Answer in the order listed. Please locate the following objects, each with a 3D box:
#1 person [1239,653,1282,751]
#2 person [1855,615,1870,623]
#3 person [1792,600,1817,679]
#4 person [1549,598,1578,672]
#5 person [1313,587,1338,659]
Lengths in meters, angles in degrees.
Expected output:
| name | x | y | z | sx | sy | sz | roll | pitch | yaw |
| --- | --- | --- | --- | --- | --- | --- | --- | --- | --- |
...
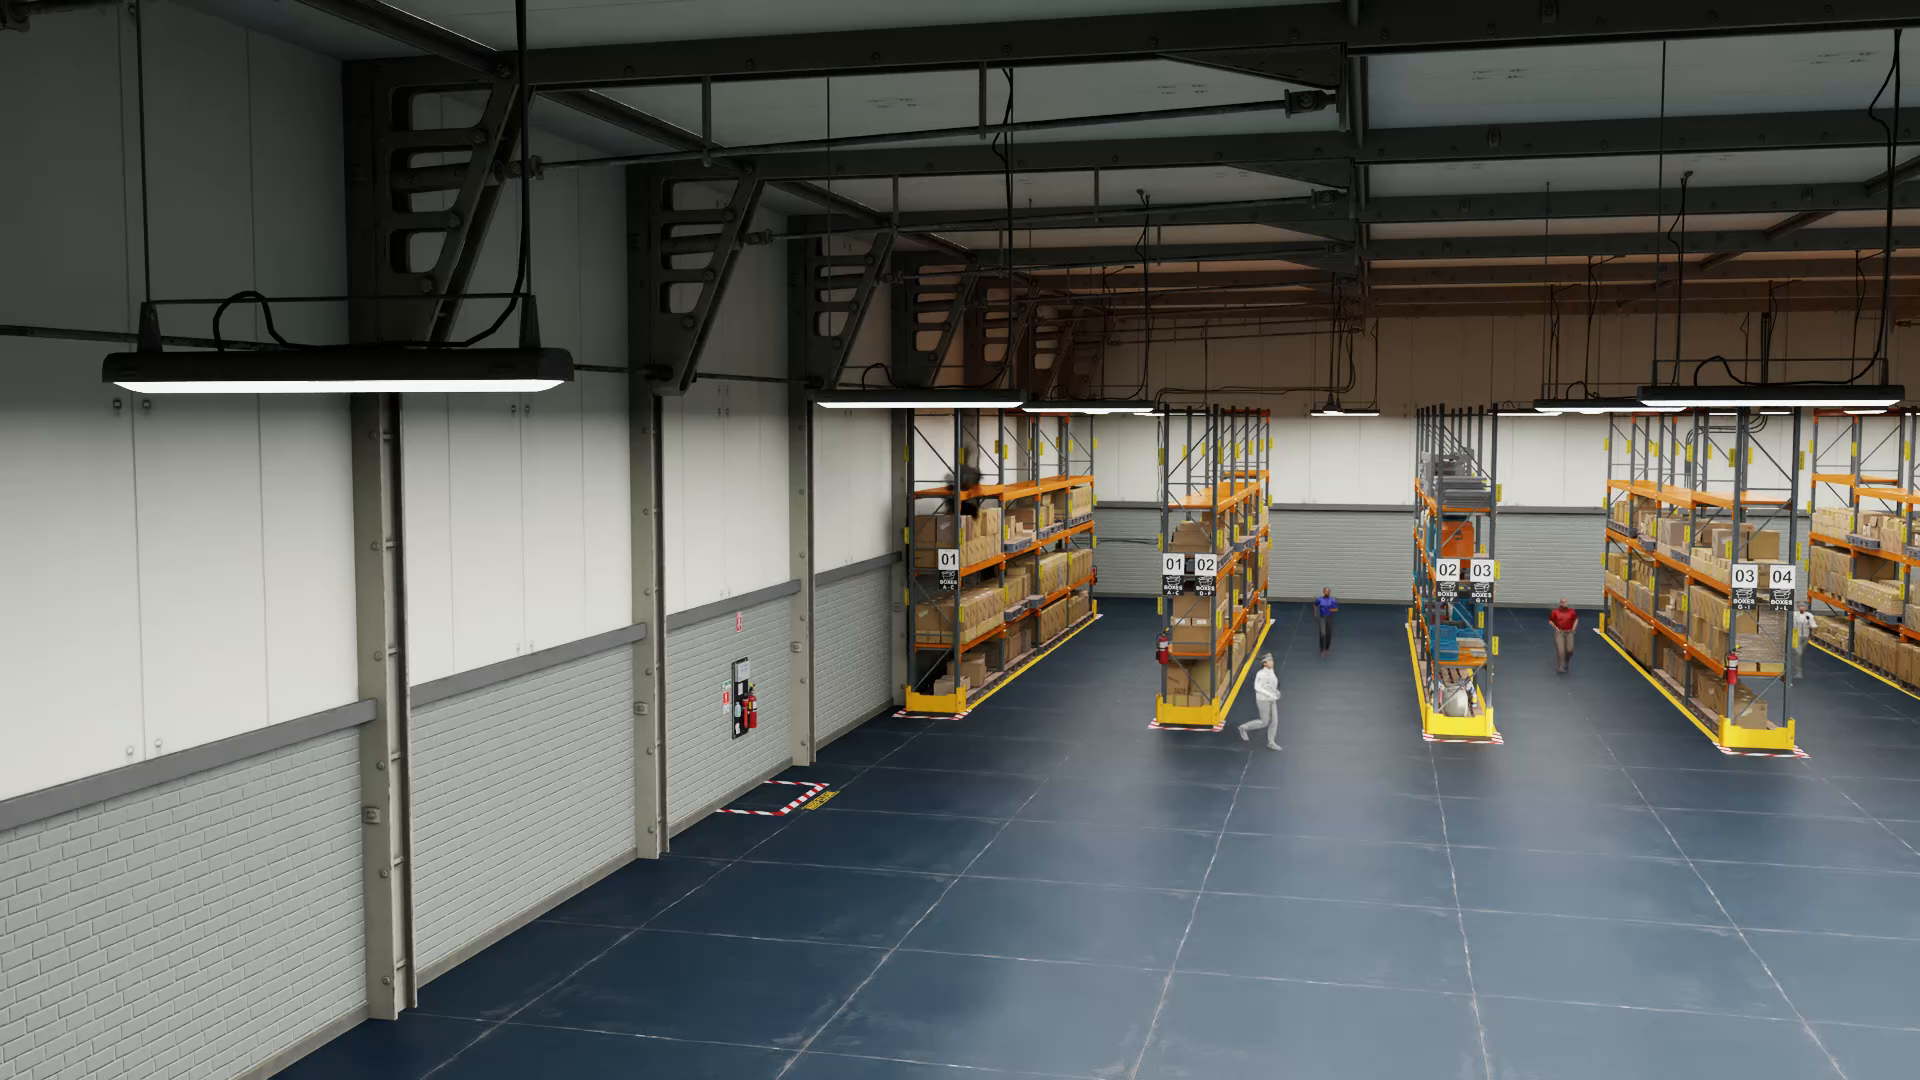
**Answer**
| name | x | y | z | sx | sy | sz | roll | pitch | yaw |
| --- | --- | --- | --- | --- | --- | --- | --- | --- | --- |
| person | 5.283 | 2.790 | 28.956 | 0.769 | 1.694 | 0.624 | 3 | 5 | 38 |
| person | 23.930 | 1.732 | 44.200 | 0.534 | 1.561 | 0.533 | 1 | 4 | 13 |
| person | 18.721 | 2.196 | 36.988 | 0.584 | 1.749 | 0.760 | 1 | 4 | 11 |
| person | 13.621 | 2.145 | 37.494 | 0.638 | 1.681 | 0.564 | 1 | 4 | 12 |
| person | 8.811 | 1.980 | 40.053 | 0.549 | 1.717 | 0.781 | 0 | 4 | 5 |
